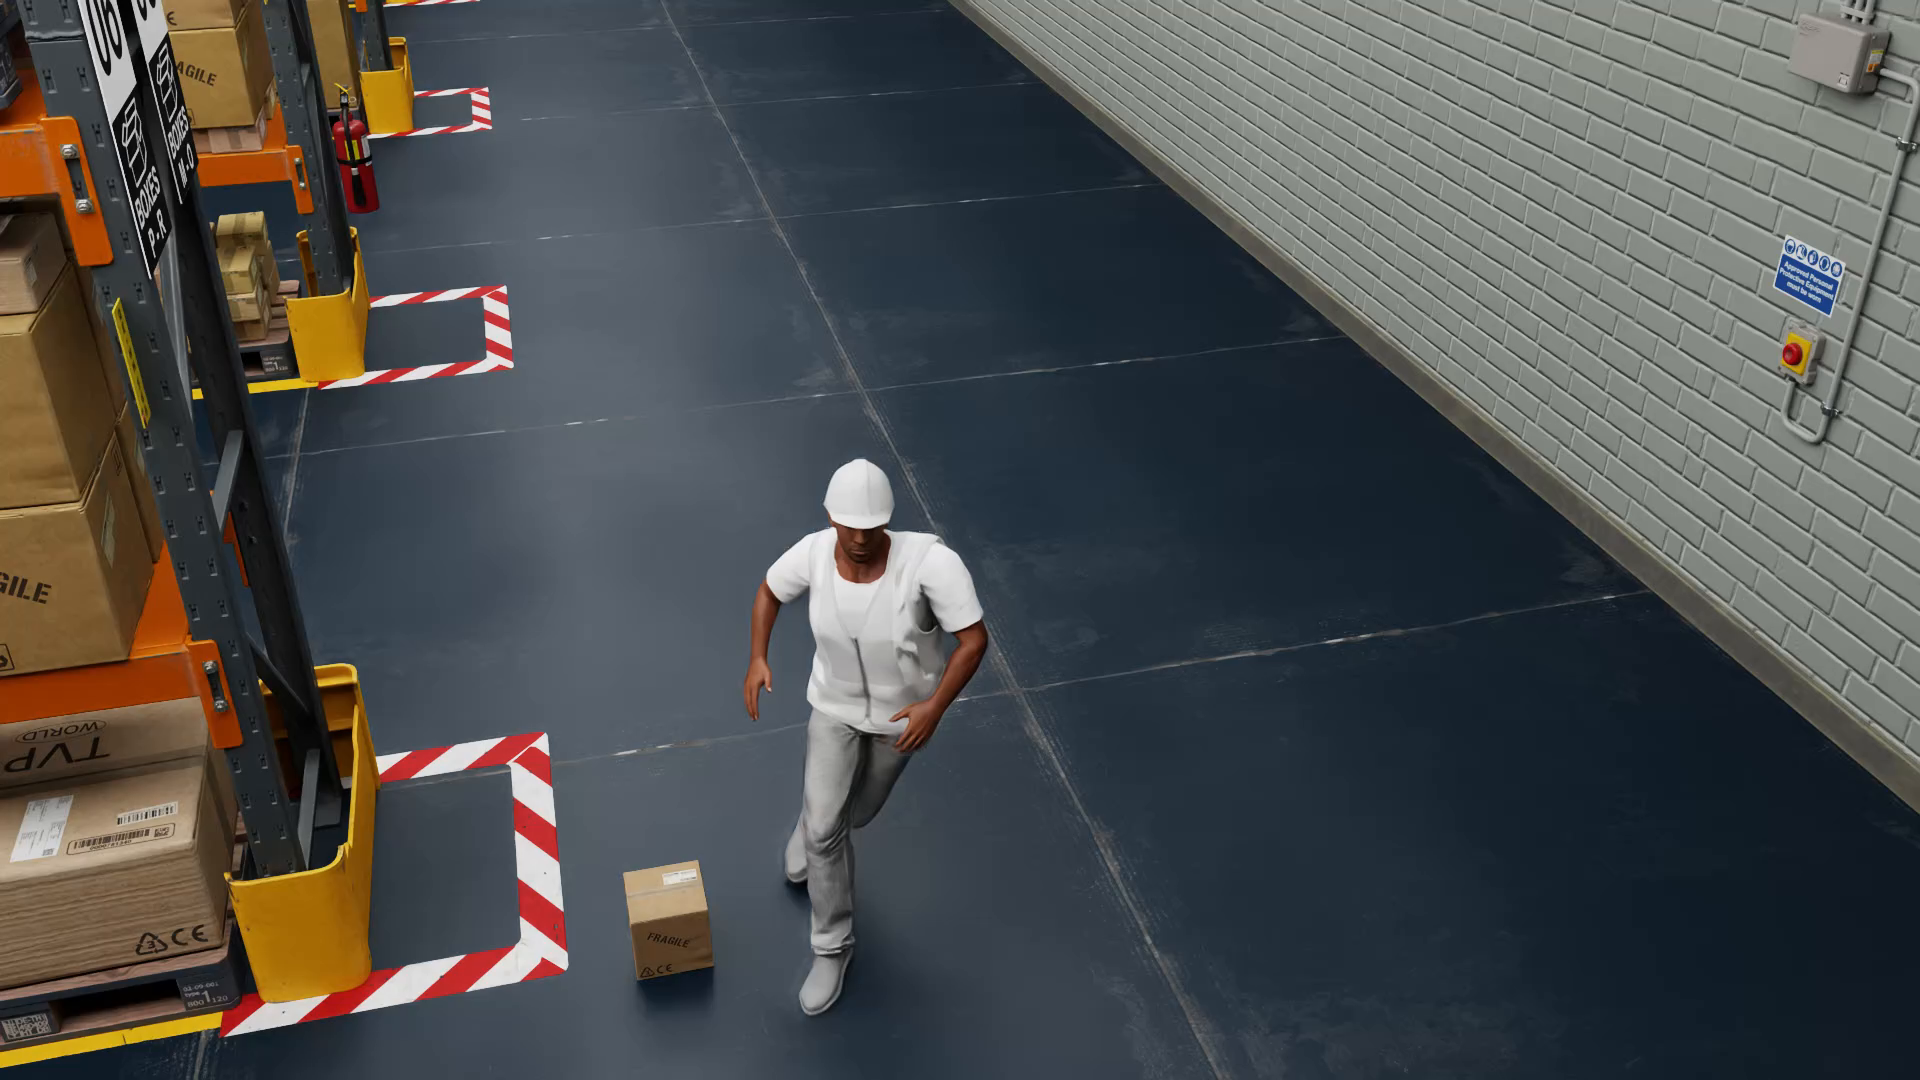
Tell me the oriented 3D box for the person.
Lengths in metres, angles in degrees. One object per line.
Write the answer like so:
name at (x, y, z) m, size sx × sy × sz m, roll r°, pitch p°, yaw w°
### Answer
person at (-0.327, 0.581, 5.178) m, size 0.792 × 1.704 × 0.839 m, roll 6°, pitch 31°, yaw 10°
